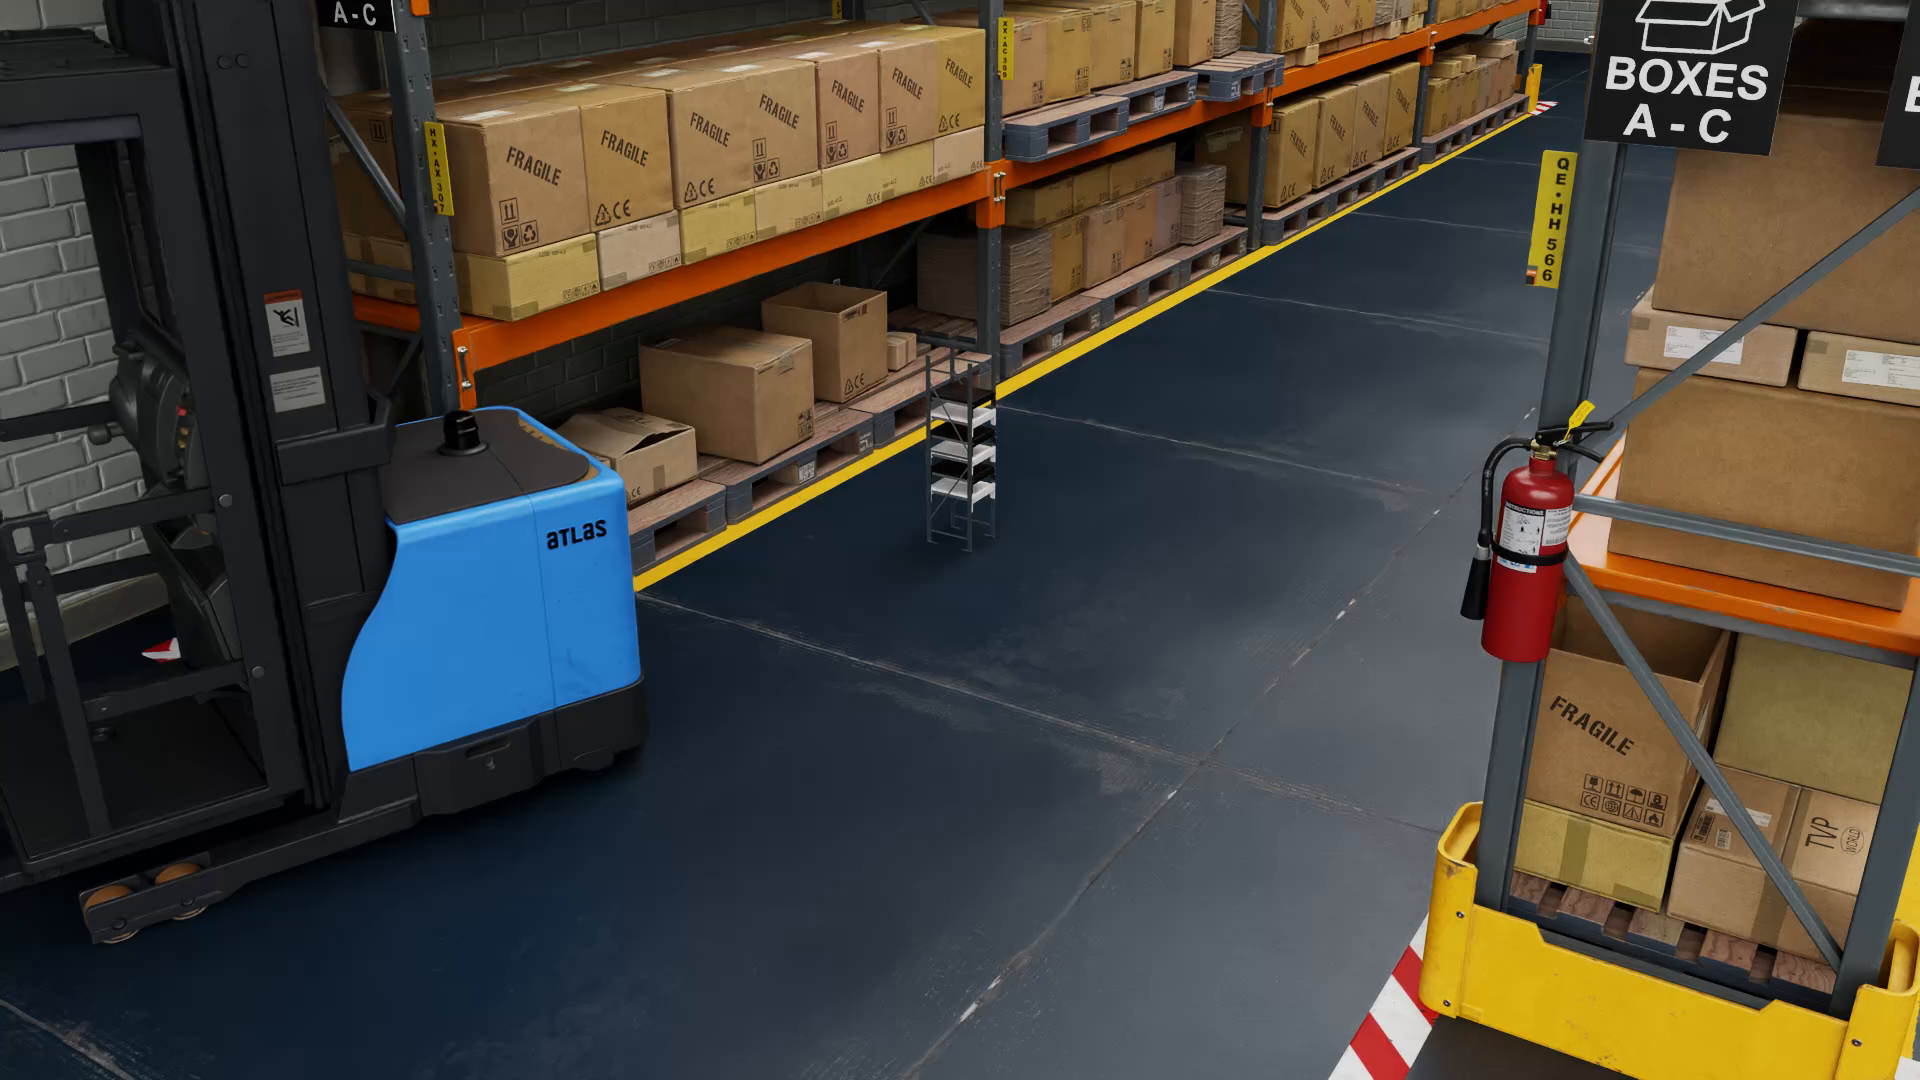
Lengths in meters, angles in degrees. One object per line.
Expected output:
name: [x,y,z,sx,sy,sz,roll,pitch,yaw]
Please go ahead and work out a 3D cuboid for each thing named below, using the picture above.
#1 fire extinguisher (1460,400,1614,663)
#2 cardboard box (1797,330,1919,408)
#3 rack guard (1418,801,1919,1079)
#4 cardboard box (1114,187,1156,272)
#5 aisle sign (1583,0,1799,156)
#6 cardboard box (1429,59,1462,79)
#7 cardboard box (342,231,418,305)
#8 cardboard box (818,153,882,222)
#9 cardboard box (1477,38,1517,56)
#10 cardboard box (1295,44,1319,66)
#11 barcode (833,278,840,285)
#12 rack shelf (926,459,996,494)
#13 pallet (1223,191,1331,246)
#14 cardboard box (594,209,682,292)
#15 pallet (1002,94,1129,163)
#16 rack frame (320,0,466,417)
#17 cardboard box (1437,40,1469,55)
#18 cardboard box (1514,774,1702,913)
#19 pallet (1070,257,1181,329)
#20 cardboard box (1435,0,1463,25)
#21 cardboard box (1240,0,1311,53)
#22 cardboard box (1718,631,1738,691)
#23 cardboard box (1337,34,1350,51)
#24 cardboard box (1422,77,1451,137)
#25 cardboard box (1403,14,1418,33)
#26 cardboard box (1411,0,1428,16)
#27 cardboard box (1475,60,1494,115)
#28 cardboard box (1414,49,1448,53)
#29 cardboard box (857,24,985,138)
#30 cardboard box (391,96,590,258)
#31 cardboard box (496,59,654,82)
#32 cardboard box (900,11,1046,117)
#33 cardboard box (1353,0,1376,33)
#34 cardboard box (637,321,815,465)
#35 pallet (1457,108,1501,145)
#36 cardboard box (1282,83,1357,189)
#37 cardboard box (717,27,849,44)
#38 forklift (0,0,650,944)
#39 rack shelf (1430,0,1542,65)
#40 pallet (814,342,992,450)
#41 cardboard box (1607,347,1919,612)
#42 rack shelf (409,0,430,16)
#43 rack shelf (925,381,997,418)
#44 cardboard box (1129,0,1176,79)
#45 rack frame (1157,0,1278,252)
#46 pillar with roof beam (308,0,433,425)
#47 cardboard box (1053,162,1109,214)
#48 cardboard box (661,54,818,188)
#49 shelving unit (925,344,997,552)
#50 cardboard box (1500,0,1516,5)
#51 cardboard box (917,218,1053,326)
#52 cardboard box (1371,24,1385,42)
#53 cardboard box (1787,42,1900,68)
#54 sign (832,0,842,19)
fire extinguisher: [1.425,-0.029,4.139,0.296,0.674,0.183,14,27,29]
cardboard box: [2.272,-0.438,4.044,0.380,0.149,0.250,14,27,29]
rack guard: [1.869,1.148,4.469,1.175,0.500,0.348,14,27,29]
cardboard box: [0.947,-2.222,11.699,0.700,0.500,0.500,14,27,29]
aisle sign: [1.598,-1.240,3.566,0.394,0.787,0.004,14,27,29]
cardboard box: [4.819,-4.746,16.738,0.380,0.149,0.250,15,28,31]
cardboard box: [-2.247,-1.183,6.870,0.500,0.250,0.500,14,27,30]
cardboard box: [-0.733,-1.772,8.230,0.500,0.250,0.500,14,27,29]
cardboard box: [5.914,-5.449,18.362,0.380,0.149,0.250,14,27,28]
cardboard box: [2.614,-3.856,13.172,0.380,0.149,0.250,15,27,31]
barcode: [-0.707,-1.464,9.545,0.001,0.075,0.075,14,27,29]
rack shelf: [0.004,-0.303,7.627,0.258,0.077,0.200,14,27,29]
pallet: [2.371,-2.715,13.755,1.003,0.211,1.213,14,27,29]
cardboard box: [-1.540,-1.261,7.050,0.500,0.250,0.500,13,27,27]
pallet: [0.308,-2.534,10.068,1.003,0.211,1.213,14,27,29]
rack frame: [-2.329,-1.044,6.386,1.000,3.000,0.127,14,27,29]
cardboard box: [5.324,-5.359,18.155,0.380,0.149,0.250,14,27,29]
cardboard box: [1.914,0.819,5.015,0.500,0.250,0.500,14,27,29]
pallet: [0.834,-1.791,11.621,1.003,0.211,1.213,14,27,29]
cardboard box: [4.301,-5.412,16.097,0.980,0.700,0.700,14,27,30]
cardboard box: [2.365,-4.046,12.795,0.500,0.500,0.500,15,27,30]
cardboard box: [2.427,0.134,5.654,0.500,0.500,0.500,14,27,29]
cardboard box: [3.062,-4.221,14.015,0.380,0.149,0.250,14,27,29]
cardboard box: [4.483,-4.371,16.688,0.700,0.500,0.500,14,27,30]
cardboard box: [3.951,-4.725,15.179,0.380,0.149,0.250,14,27,30]
cardboard box: [3.972,-5.077,15.177,0.500,0.500,0.500,13,27,28]
cardboard box: [5.298,-4.894,17.897,0.700,0.500,0.500,13,27,27]
cardboard box: [4.922,-5.101,17.558,0.380,0.149,0.250,13,27,28]
cardboard box: [-0.205,-2.454,8.863,0.500,0.500,0.500,14,27,29]
cardboard box: [-1.821,-1.427,6.490,0.500,0.500,0.500,14,27,29]
cardboard box: [-1.718,-1.875,7.526,0.500,0.500,0.500,13,27,28]
cardboard box: [0.079,-2.807,9.778,0.700,0.500,0.500,14,27,29]
cardboard box: [3.180,-4.565,13.995,0.500,0.500,0.500,15,27,30]
cardboard box: [-1.157,-0.743,8.283,0.700,0.500,0.500,12,26,26]
pallet: [5.112,-4.468,17.806,1.003,0.211,1.213,14,27,29]
cardboard box: [2.858,-3.465,14.157,0.750,0.750,0.750,14,27,29]
cardboard box: [-0.920,-2.390,8.715,0.500,0.500,0.500,14,27,29]
forklift: [-2.598,-0.380,4.938,3.031,2.935,1.130,-16,28,-33]
rack shelf: [5.056,-5.439,17.444,1.077,0.370,4.000,14,27,29]
pallet: [-0.543,-0.880,9.518,1.003,0.211,1.213,14,27,29]
cardboard box: [2.139,-0.208,4.329,0.700,0.500,0.500,14,27,29]
rack shelf: [-1.274,-2.766,7.492,1.077,0.370,4.000,14,27,29]
rack shelf: [0.004,-0.633,7.484,0.258,0.077,0.200,14,27,29]
cardboard box: [1.014,-3.406,11.163,0.700,0.500,0.500,14,27,29]
rack frame: [1.891,-3.744,12.623,1.000,3.000,0.127,14,27,29]
pillar with roof beam: [0.963,-3.313,4.075,9.100,9.000,0.400,14,27,29]
cardboard box: [0.656,-2.371,11.099,0.500,0.250,0.500,13,27,27]
cardboard box: [-1.012,-1.941,7.678,0.500,0.500,0.500,15,27,31]
shelving unit: [0.004,-0.416,7.578,0.258,0.900,0.210,14,27,29]
cardboard box: [5.476,-6.160,17.826,0.980,0.700,0.700,14,27,29]
cardboard box: [0.156,-1.701,10.496,0.700,0.500,0.500,15,28,31]
cardboard box: [3.501,-4.477,14.606,0.380,0.149,0.250,14,27,29]
cardboard box: [2.705,-1.170,4.919,0.700,0.500,0.500,14,27,29]
sign: [-0.692,-3.041,9.541,0.100,0.325,0.005,14,27,29]
